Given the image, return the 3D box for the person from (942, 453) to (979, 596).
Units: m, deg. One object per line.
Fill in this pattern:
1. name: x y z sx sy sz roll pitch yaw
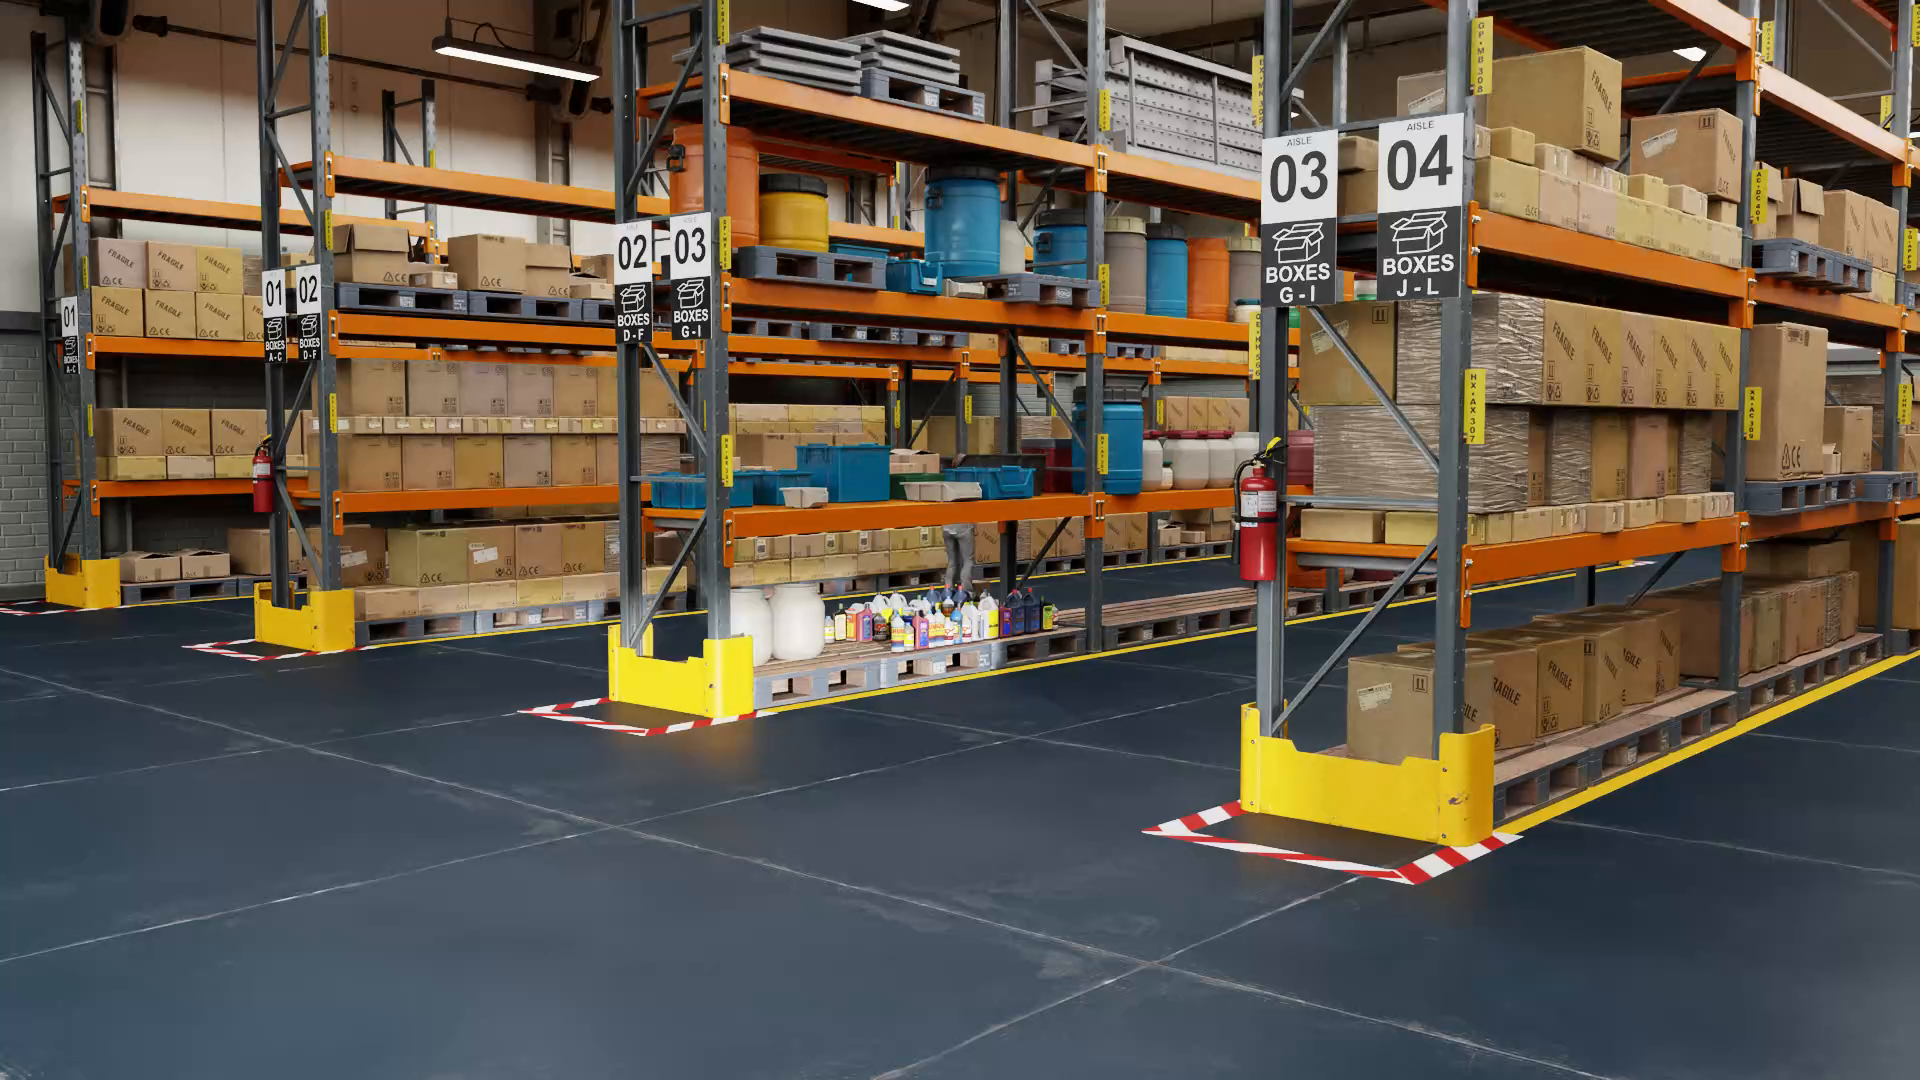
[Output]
1. person: -0.006 -0.098 17.218 0.464 1.593 0.347 3 5 41
